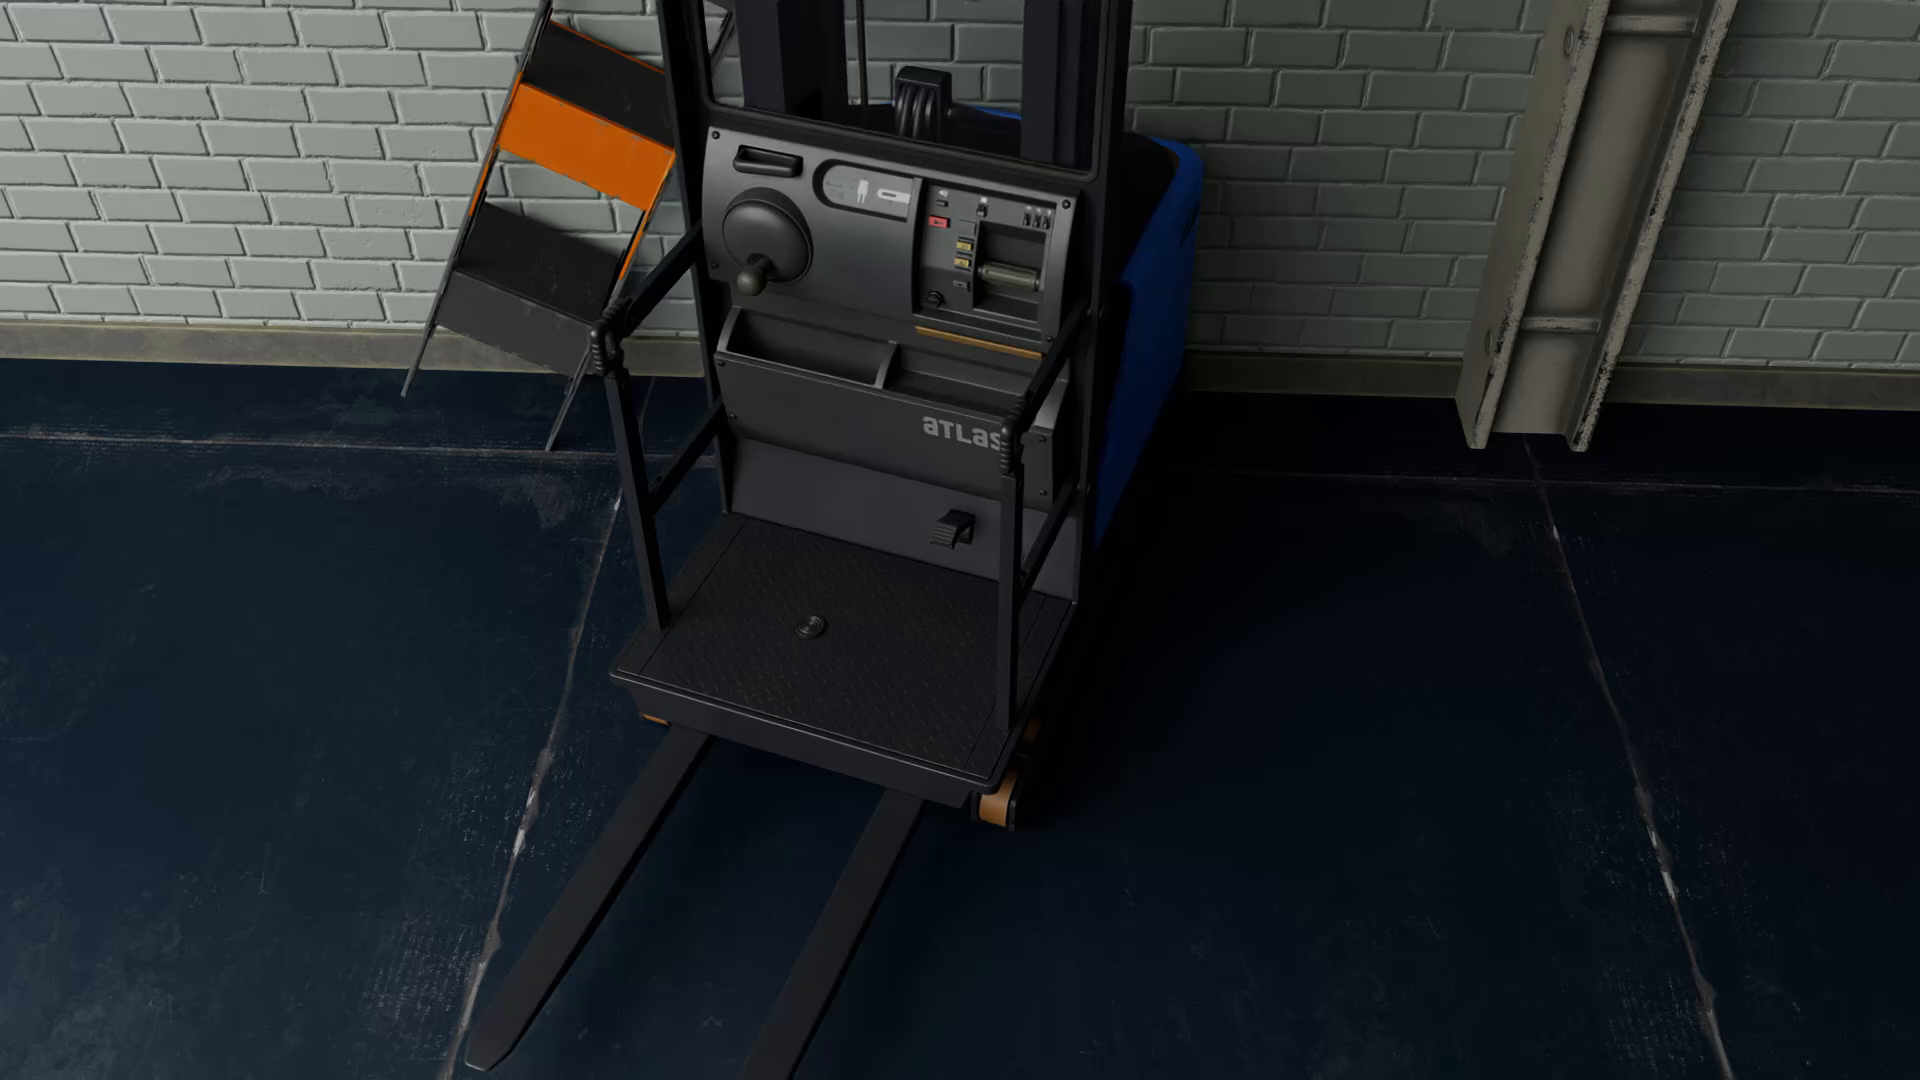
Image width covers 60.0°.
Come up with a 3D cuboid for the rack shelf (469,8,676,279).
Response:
[{"bbox_3d":[-1.121,-1.186,4.994,0.480,0.518,0.431,22,40,-17],"label":"rack shelf"}]

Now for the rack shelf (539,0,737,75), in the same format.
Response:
[{"bbox_3d":[-0.803,-1.638,4.564,0.480,0.518,0.431,22,40,-17],"label":"rack shelf"}]

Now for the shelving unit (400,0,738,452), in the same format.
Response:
[{"bbox_3d":[-1.115,-1.194,4.986,0.503,2.100,0.431,22,40,-17],"label":"shelving unit"}]

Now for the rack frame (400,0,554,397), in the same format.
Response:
[{"bbox_3d":[-1.332,-1.281,4.916,0.015,2.100,0.400,22,40,-17],"label":"rack frame"}]

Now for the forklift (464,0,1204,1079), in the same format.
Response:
[{"bbox_3d":[-0.254,-0.636,3.783,1.130,2.935,3.031,14,45,15],"label":"forklift"}]

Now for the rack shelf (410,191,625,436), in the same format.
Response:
[{"bbox_3d":[-1.438,-0.734,5.424,0.480,0.518,0.431,22,40,-17],"label":"rack shelf"}]

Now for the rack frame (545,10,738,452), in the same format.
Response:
[{"bbox_3d":[-0.897,-1.108,5.056,0.015,2.100,0.400,22,40,-17],"label":"rack frame"}]
